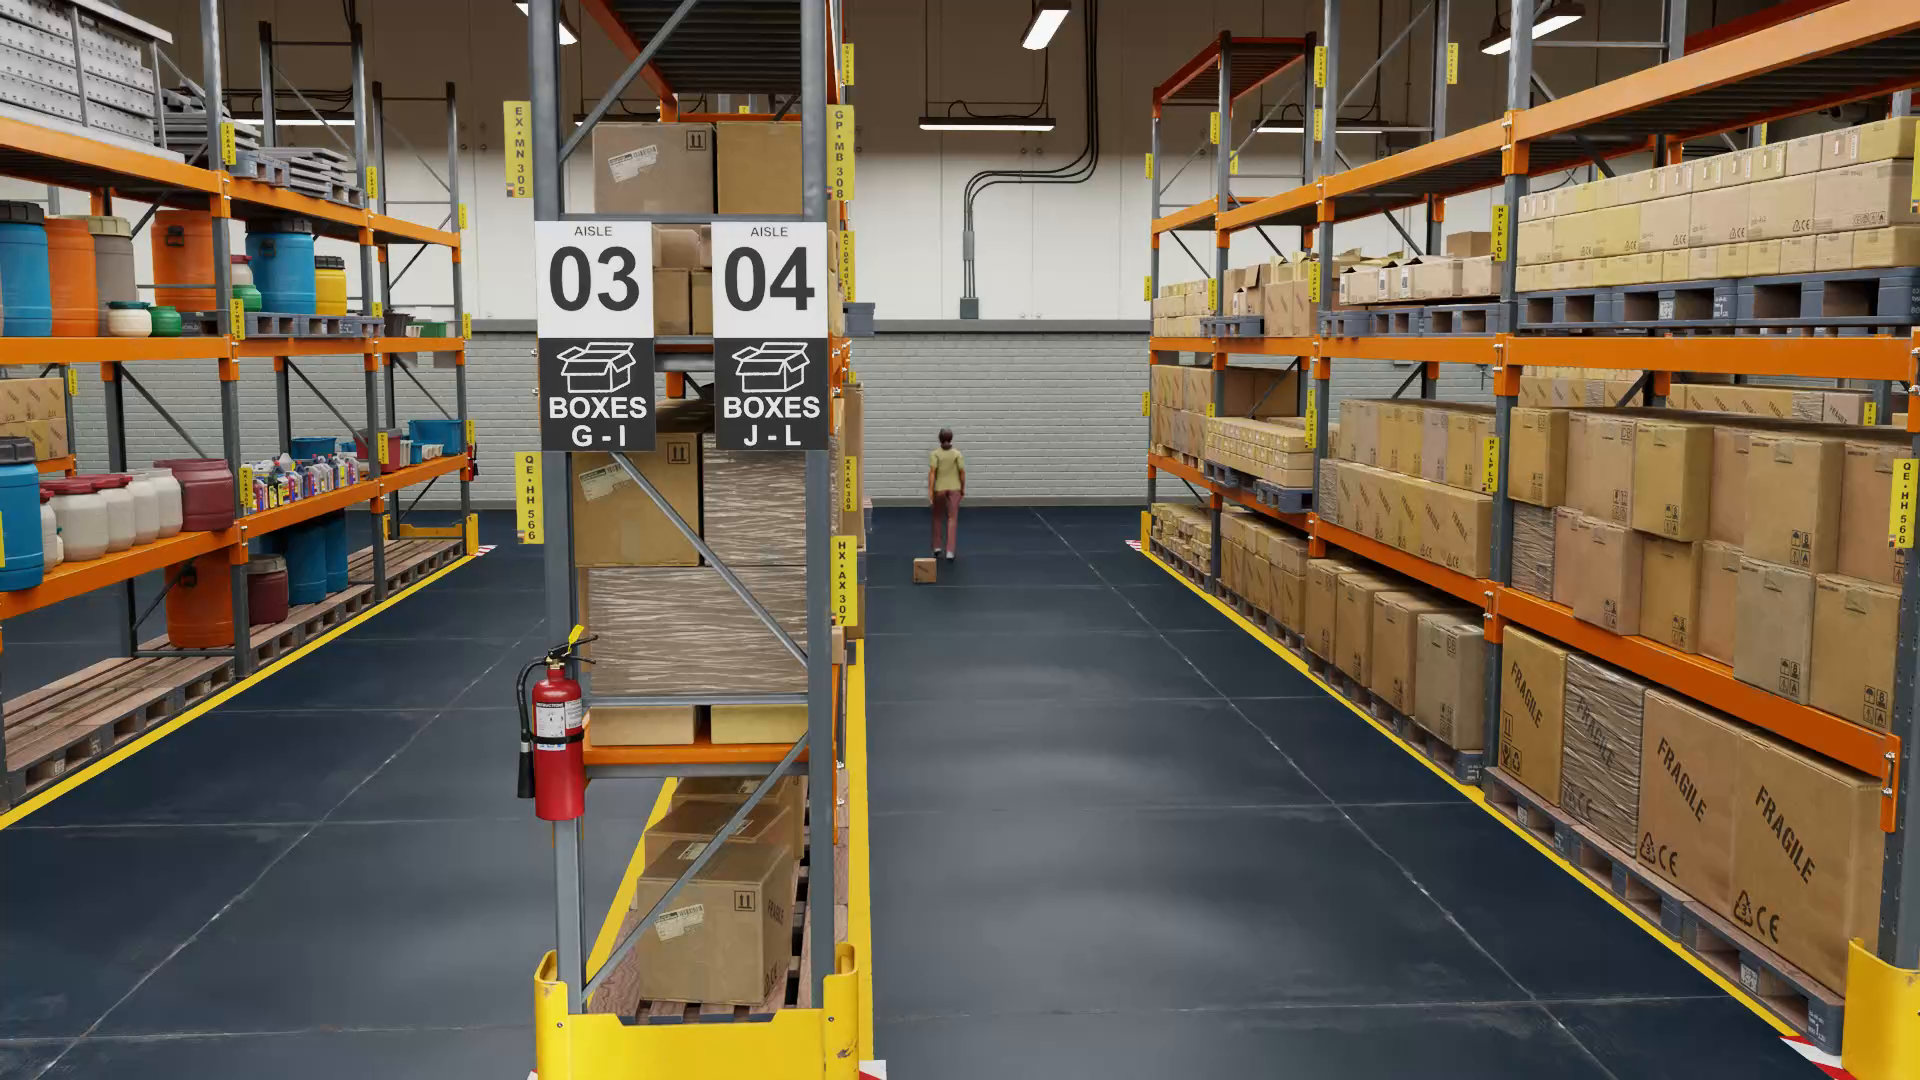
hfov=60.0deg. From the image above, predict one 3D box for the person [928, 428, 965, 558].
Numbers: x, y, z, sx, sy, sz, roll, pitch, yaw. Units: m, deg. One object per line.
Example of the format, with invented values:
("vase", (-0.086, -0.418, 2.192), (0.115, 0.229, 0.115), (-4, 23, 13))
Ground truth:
("person", (-0.169, -0.601, 21.180), (0.469, 1.665, 0.855), (0, 7, -1))
